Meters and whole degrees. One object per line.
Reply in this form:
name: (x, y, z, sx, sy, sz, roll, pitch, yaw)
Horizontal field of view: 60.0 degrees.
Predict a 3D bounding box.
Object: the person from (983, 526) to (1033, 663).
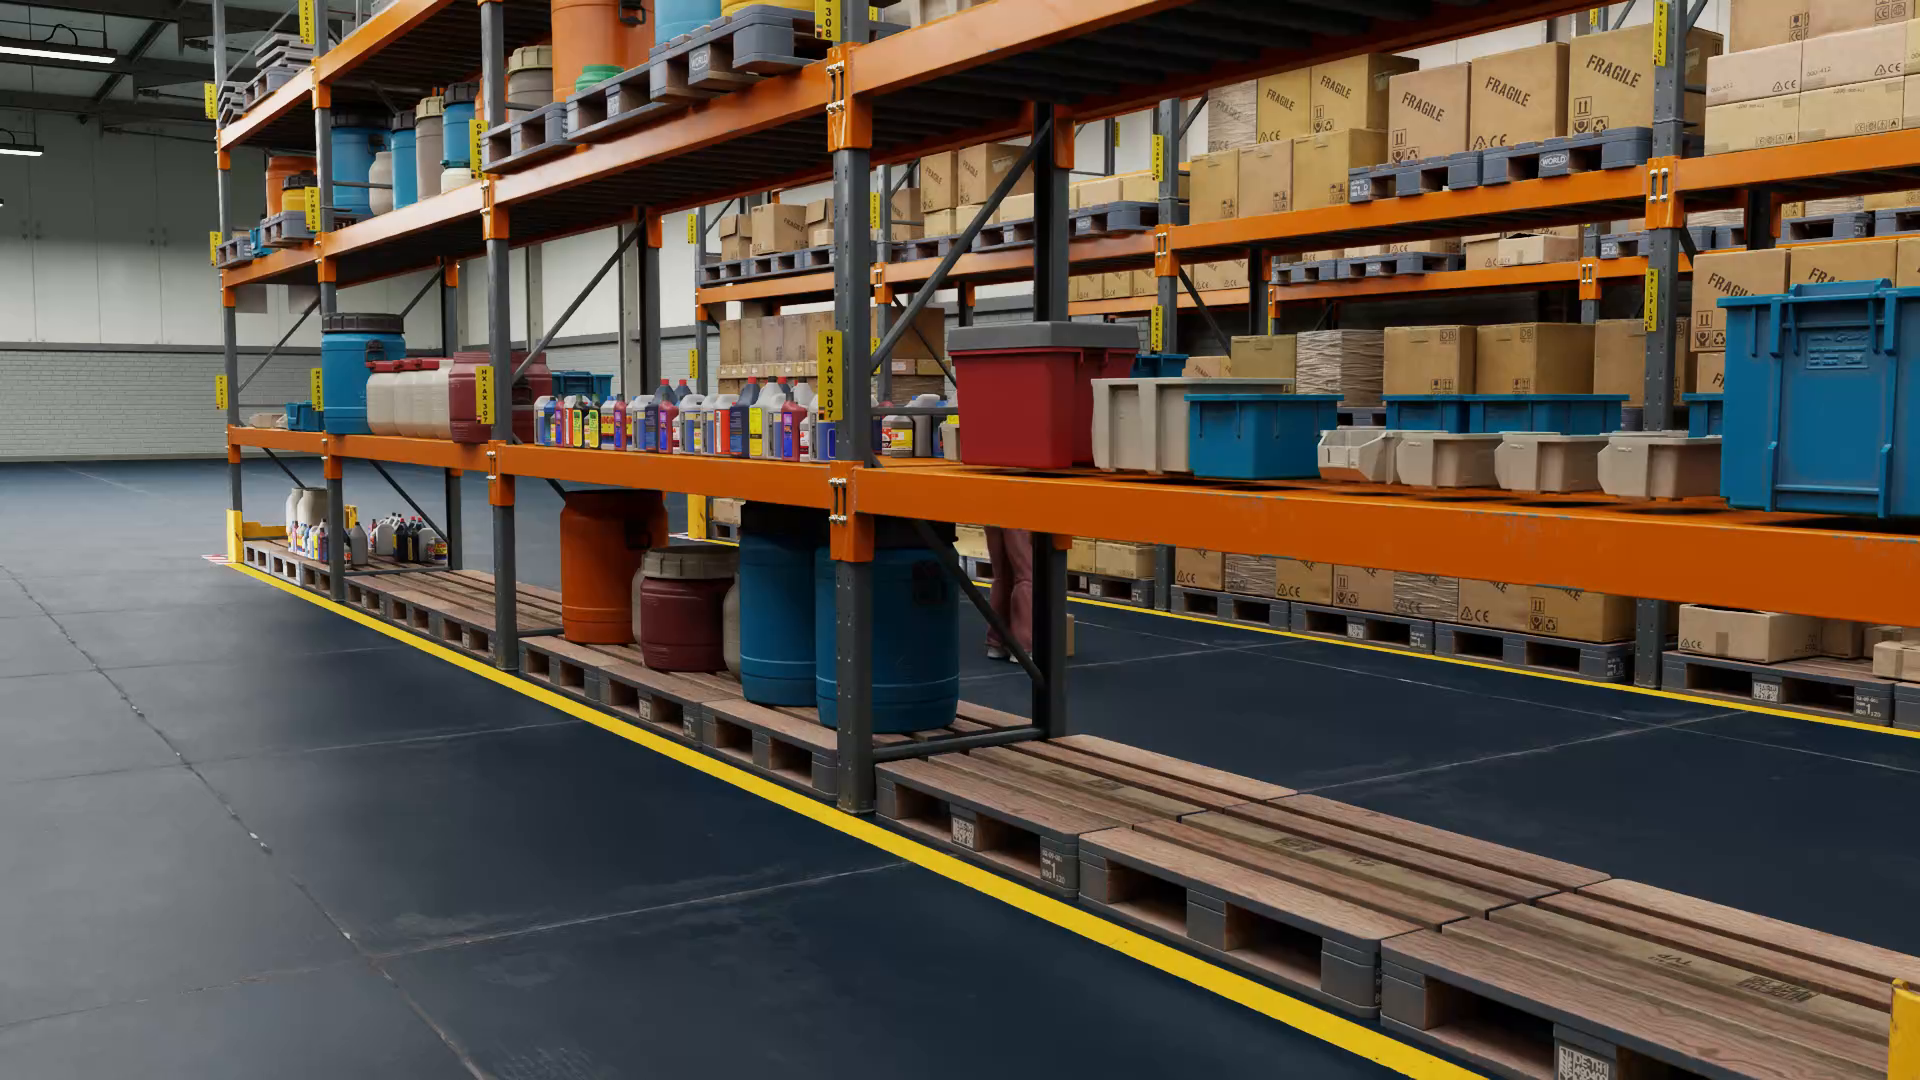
person: (0.322, -0.118, 9.969, 0.356, 1.672, 0.521, -4, 6, -37)
